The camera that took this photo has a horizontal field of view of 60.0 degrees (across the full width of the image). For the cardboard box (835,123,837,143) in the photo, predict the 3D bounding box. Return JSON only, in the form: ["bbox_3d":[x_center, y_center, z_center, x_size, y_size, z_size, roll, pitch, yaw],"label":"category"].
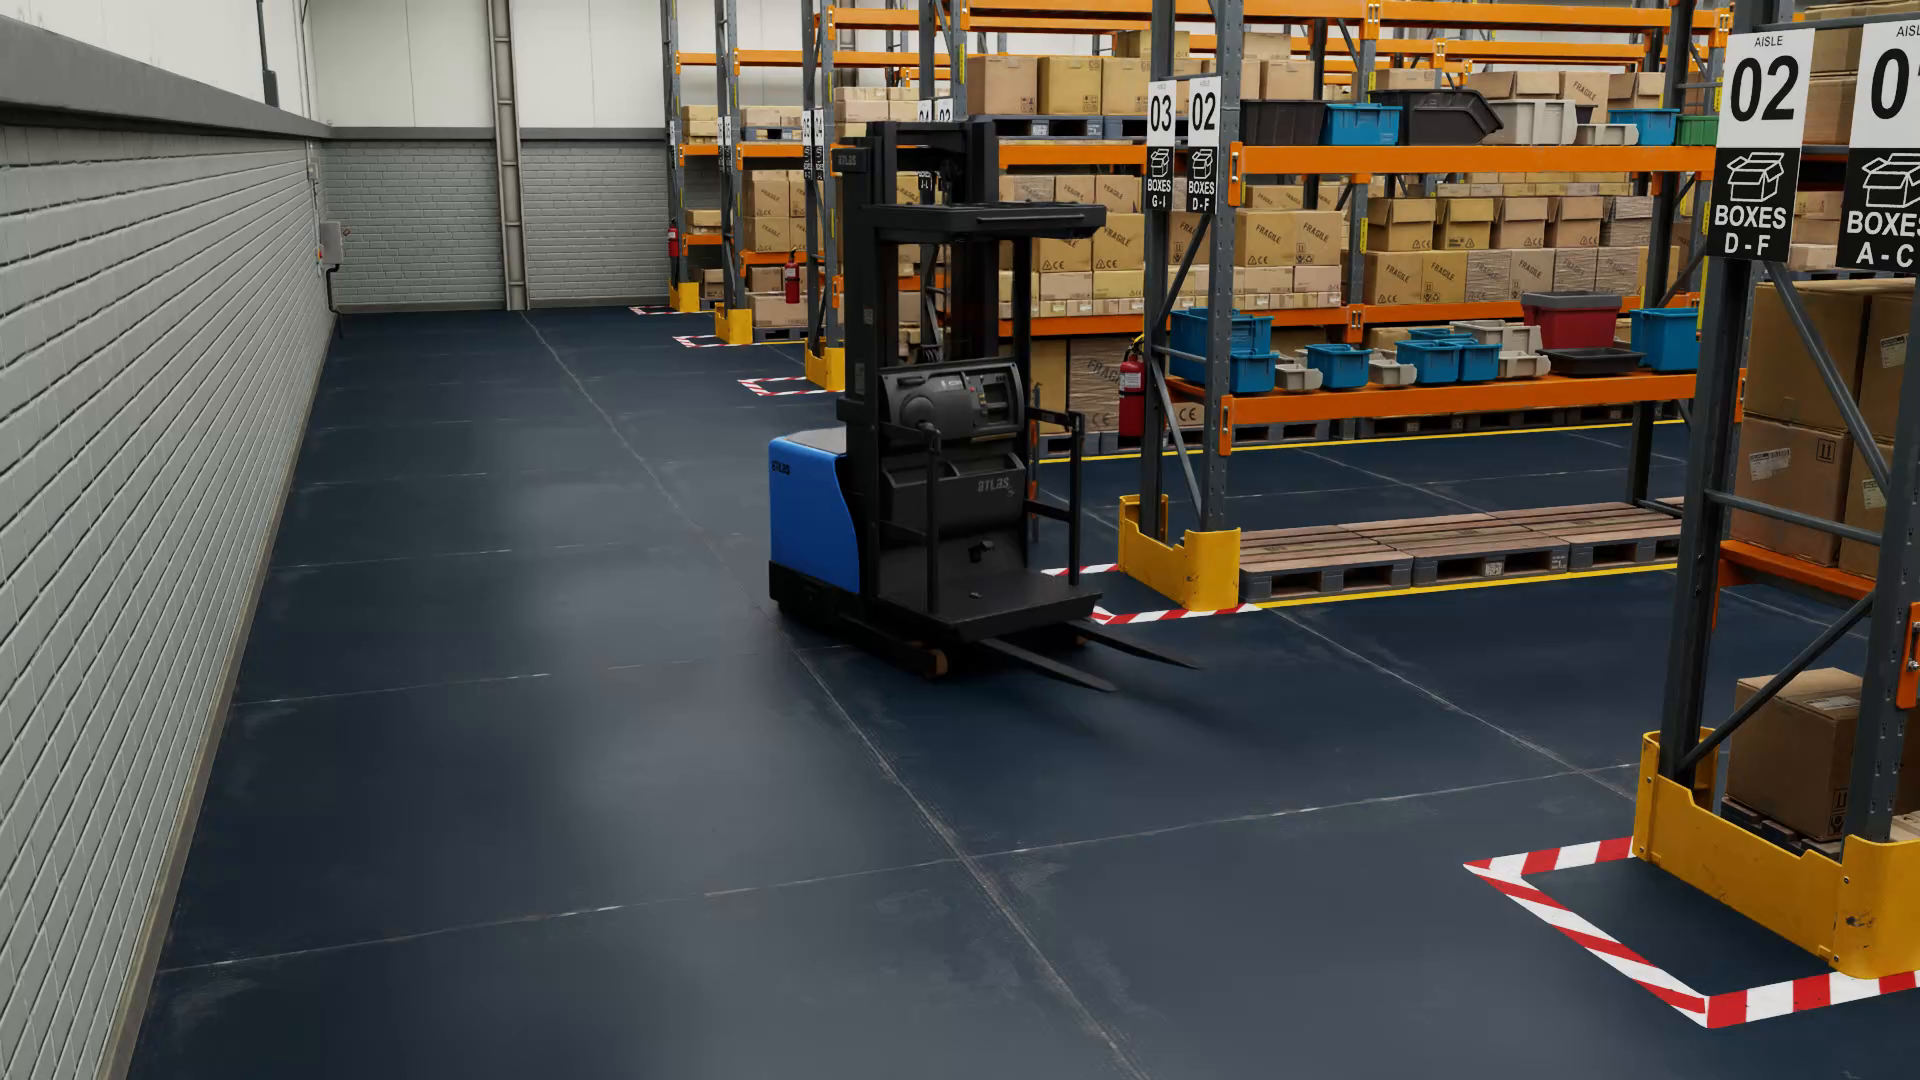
[{"bbox_3d":[-1.296,-4.816,19.750,0.500,0.250,0.500,-5,14,-19],"label":"cardboard box"}]

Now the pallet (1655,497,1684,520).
[{"bbox_3d":[5.959,-0.143,12.288,1.213,0.211,1.003,-4,14,-18],"label":"pallet"}]

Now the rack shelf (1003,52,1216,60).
[{"bbox_3d":[2.370,-7.233,25.524,4.000,0.370,1.077,-4,14,-18],"label":"rack shelf"}]

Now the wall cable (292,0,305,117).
[{"bbox_3d":[-8.618,-6.853,21.508,0.029,3.000,0.463,-4,14,-18],"label":"wall cable"}]

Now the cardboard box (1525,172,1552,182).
[{"bbox_3d":[9.518,-6.031,27.995,0.500,0.500,0.700,-5,14,-19],"label":"cardboard box"}]

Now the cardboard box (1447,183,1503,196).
[{"bbox_3d":[6.848,-4.532,22.338,0.500,0.500,0.700,-5,14,-19],"label":"cardboard box"}]

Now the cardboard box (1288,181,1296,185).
[{"bbox_3d":[6.676,-6.989,32.783,0.250,0.149,0.380,-4,14,-18],"label":"cardboard box"}]

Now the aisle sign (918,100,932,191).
[{"bbox_3d":[-0.320,-3.568,15.043,0.004,0.787,0.394,-4,14,-18],"label":"aisle sign"}]

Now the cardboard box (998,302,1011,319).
[{"bbox_3d":[0.286,-2.074,14.925,0.250,0.149,0.380,-4,14,-17],"label":"cardboard box"}]

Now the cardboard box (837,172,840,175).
[{"bbox_3d":[-1.908,-5.316,24.230,0.250,0.149,0.380,-4,14,-18],"label":"cardboard box"}]

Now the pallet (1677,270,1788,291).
[{"bbox_3d":[8.068,-2.816,17.913,1.003,0.211,1.213,-4,14,-18],"label":"pallet"}]

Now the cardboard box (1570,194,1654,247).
[{"bbox_3d":[6.728,-3.320,17.232,0.637,0.503,0.797,-4,14,-16],"label":"cardboard box"}]

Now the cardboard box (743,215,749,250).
[{"bbox_3d":[-2.944,-4.559,24.609,0.500,0.500,0.500,-4,14,-18],"label":"cardboard box"}]

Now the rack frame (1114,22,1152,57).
[{"bbox_3d":[2.149,-6.552,20.241,0.127,3.000,1.000,-4,14,-18],"label":"rack frame"}]

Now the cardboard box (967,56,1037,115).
[{"bbox_3d":[0.320,-4.054,14.882,0.500,0.500,0.700,-5,14,-21],"label":"cardboard box"}]

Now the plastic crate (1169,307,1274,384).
[{"bbox_3d":[1.681,-1.269,10.788,0.499,0.435,0.616,-4,14,-18],"label":"plastic crate"}]

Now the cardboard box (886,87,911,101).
[{"bbox_3d":[-0.735,-5.154,19.231,0.250,0.149,0.380,-4,14,-18],"label":"cardboard box"}]

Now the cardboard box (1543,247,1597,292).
[{"bbox_3d":[6.072,-2.717,16.865,0.500,0.500,0.500,-5,14,-20],"label":"cardboard box"}]

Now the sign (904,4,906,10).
[{"bbox_3d":[-0.957,-9.091,28.726,0.005,0.325,0.100,-4,14,-18],"label":"sign"}]

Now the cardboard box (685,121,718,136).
[{"bbox_3d":[-4.396,-7.008,28.324,0.500,0.250,0.500,-5,14,-19],"label":"cardboard box"}]

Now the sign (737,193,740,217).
[{"bbox_3d":[-3.145,-4.754,23.604,0.005,0.325,0.100,-4,14,-18],"label":"sign"}]

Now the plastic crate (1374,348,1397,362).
[{"bbox_3d":[2.949,-1.227,11.261,0.250,0.136,0.298,-4,14,-18],"label":"plastic crate"}]

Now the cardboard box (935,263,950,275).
[{"bbox_3d":[-0.264,-3.268,19.941,0.250,0.149,0.380,-5,14,-19],"label":"cardboard box"}]

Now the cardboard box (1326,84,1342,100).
[{"bbox_3d":[4.751,-5.774,21.582,0.258,0.266,0.396,-4,14,-18],"label":"cardboard box"}]

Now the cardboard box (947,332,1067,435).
[{"bbox_3d":[0.425,-1.478,15.559,0.875,0.875,0.875,-4,14,-18],"label":"cardboard box"}]

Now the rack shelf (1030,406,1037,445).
[{"bbox_3d":[-0.006,-0.831,11.943,1.000,0.278,0.538,-4,14,-18],"label":"rack shelf"}]

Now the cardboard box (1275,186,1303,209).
[{"bbox_3d":[5.257,-5.427,26.709,0.500,0.500,0.500,-4,14,-15],"label":"cardboard box"}]

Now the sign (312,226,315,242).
[{"bbox_3d":[-8.696,-4.111,22.361,0.001,0.218,0.327,-4,14,-18],"label":"sign"}]

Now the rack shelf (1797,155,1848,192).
[{"bbox_3d":[4.895,-1.327,6.311,4.000,0.370,1.077,-4,14,-18],"label":"rack shelf"}]

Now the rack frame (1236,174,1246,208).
[{"bbox_3d":[4.265,-5.007,26.709,0.127,3.000,1.000,-4,14,-18],"label":"rack frame"}]

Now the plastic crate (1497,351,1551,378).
[{"bbox_3d":[3.660,-1.158,10.970,0.466,0.136,0.293,-4,14,-18],"label":"plastic crate"}]

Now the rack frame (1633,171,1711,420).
[{"bbox_3d":[7.426,-2.833,17.572,0.127,3.000,1.000,-4,14,-18],"label":"rack frame"}]

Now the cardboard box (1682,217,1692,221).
[{"bbox_3d":[10.077,-4.327,23.526,0.550,0.550,0.875,-4,14,-18],"label":"cardboard box"}]

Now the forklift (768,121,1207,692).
[{"bbox_3d":[0.095,-0.800,9.174,1.130,2.935,3.031,-10,16,-35],"label":"forklift"}]

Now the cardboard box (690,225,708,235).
[{"bbox_3d":[-4.504,-5.347,28.681,0.250,0.149,0.380,-5,14,-18],"label":"cardboard box"}]

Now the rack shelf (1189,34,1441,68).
[{"bbox_3d":[4.044,-6.155,20.991,4.000,0.370,1.077,-4,14,-18],"label":"rack shelf"}]

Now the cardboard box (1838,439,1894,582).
[{"bbox_3d":[3.504,-0.093,5.837,0.500,0.500,0.500,-4,14,-17],"label":"cardboard box"}]

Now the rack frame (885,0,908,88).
[{"bbox_3d":[-1.112,-8.718,29.350,0.127,3.000,1.000,-4,14,-18],"label":"rack frame"}]

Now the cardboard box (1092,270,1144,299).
[{"bbox_3d":[1.353,-2.367,15.293,0.500,0.250,0.500,-5,14,-20],"label":"cardboard box"}]

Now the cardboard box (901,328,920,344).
[{"bbox_3d":[-0.535,-2.446,19.913,0.250,0.149,0.380,-4,14,-18],"label":"cardboard box"}]

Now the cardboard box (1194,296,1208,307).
[{"bbox_3d":[2.233,-2.227,15.564,0.250,0.149,0.380,-5,14,-19],"label":"cardboard box"}]

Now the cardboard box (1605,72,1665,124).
[{"bbox_3d":[6.871,-4.486,16.909,0.637,0.503,0.797,-4,14,-15],"label":"cardboard box"}]

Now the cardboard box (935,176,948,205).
[{"bbox_3d":[-0.156,-4.065,19.730,0.500,0.500,0.500,-5,14,-19],"label":"cardboard box"}]

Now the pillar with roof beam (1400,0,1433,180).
[{"bbox_3d":[10.687,-8.806,29.719,0.400,9.000,9.100,-4,14,-18],"label":"pillar with roof beam"}]

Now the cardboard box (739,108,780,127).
[{"bbox_3d":[-2.919,-6.108,24.060,0.500,0.250,0.500,-6,15,-23],"label":"cardboard box"}]

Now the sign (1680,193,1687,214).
[{"bbox_3d":[9.913,-4.630,22.796,0.005,0.325,0.100,-4,14,-18],"label":"sign"}]

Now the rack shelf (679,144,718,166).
[{"bbox_3d":[-3.008,-6.762,29.159,4.000,0.370,1.077,-4,14,-18],"label":"rack shelf"}]

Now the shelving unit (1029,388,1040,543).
[{"bbox_3d":[-0.006,-0.547,12.011,1.048,1.125,0.538,-4,14,-18],"label":"shelving unit"}]

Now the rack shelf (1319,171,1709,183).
[{"bbox_3d":[5.531,-3.795,16.687,4.000,0.370,1.077,-4,14,-18],"label":"rack shelf"}]

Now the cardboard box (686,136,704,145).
[{"bbox_3d":[-4.527,-6.814,28.369,0.250,0.149,0.380,-4,14,-17],"label":"cardboard box"}]

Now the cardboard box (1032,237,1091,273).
[{"bbox_3d":[0.859,-2.692,15.041,0.500,0.500,0.500,-5,14,-19],"label":"cardboard box"}]

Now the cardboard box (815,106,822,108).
[{"bbox_3d":[-2.475,-7.409,28.928,0.500,0.250,0.500,-4,14,-17],"label":"cardboard box"}]

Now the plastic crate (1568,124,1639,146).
[{"bbox_3d":[4.131,-2.605,10.702,0.466,0.136,0.293,-4,14,-18],"label":"plastic crate"}]
